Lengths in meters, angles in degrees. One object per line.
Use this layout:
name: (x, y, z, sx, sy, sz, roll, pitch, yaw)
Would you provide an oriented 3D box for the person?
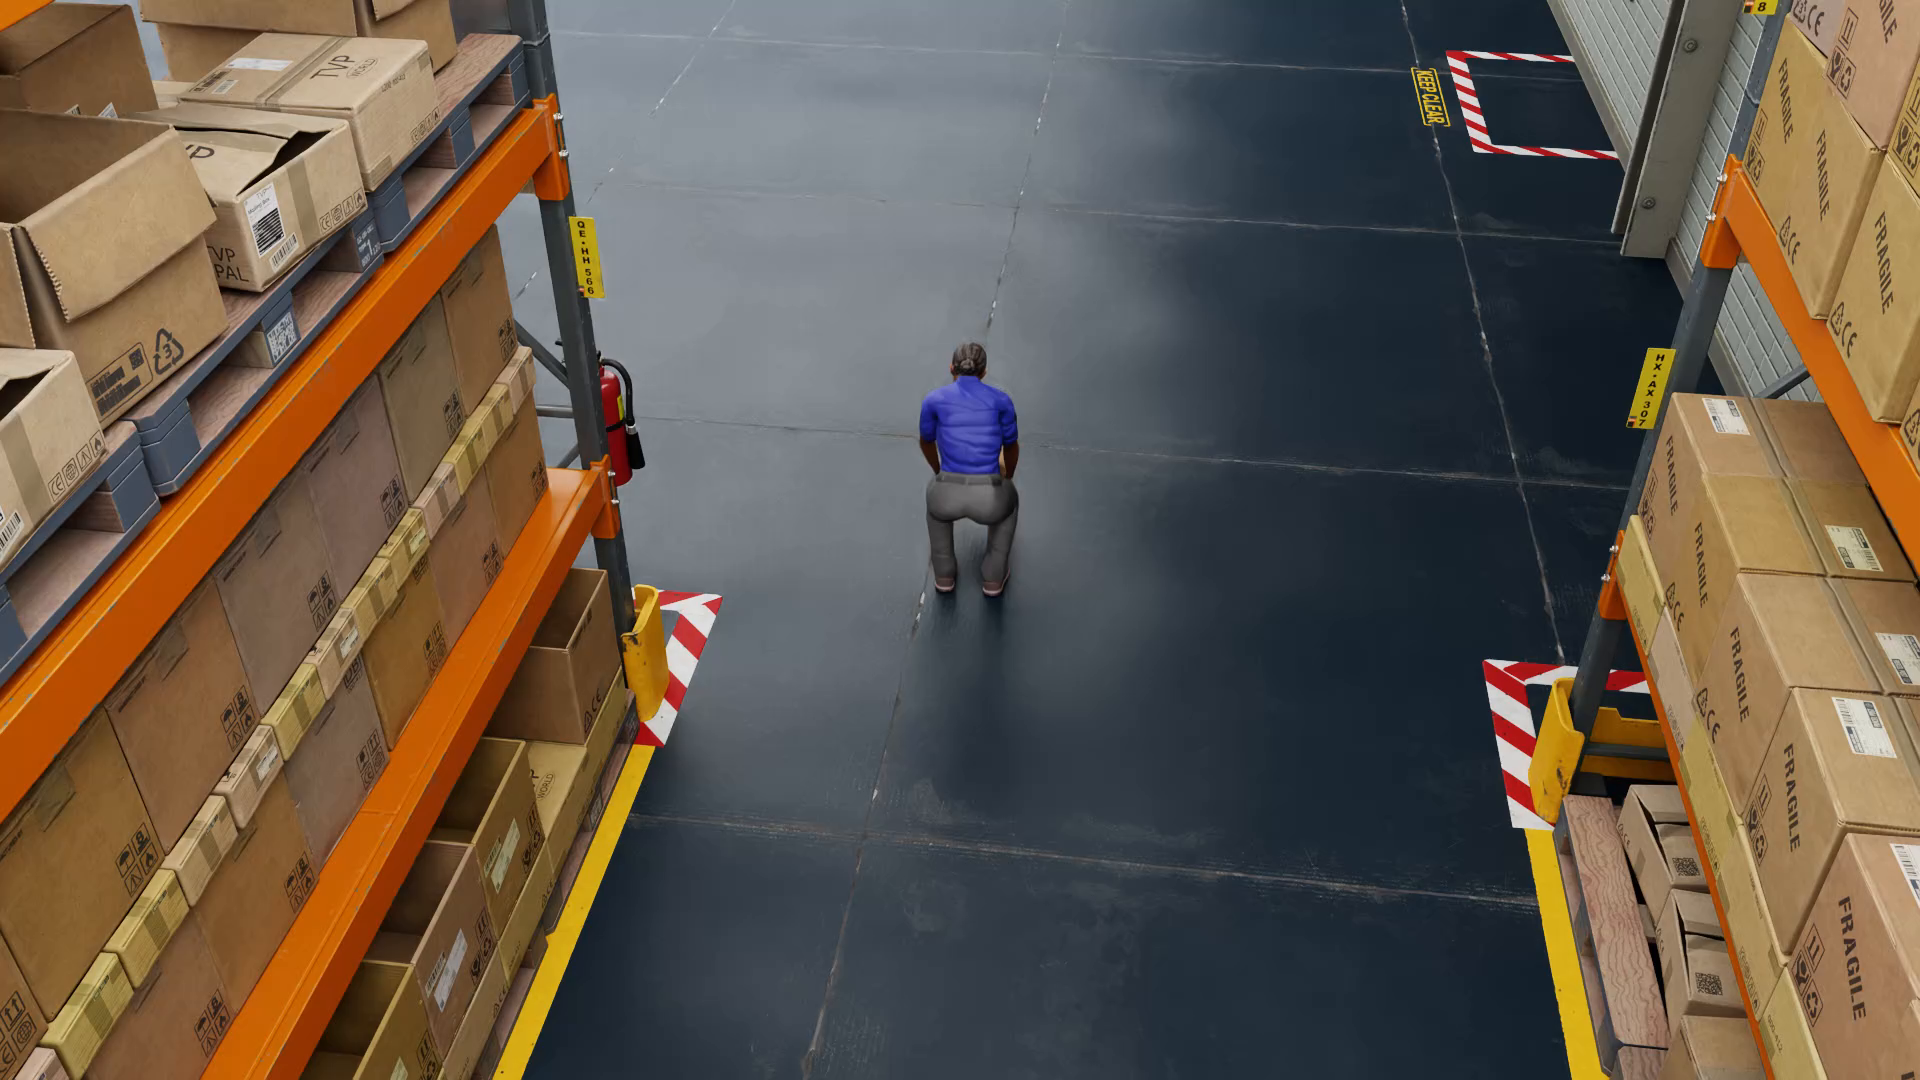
person: (0.030, -0.304, 7.918, 0.498, 1.117, 0.740, 4, 37, 6)
